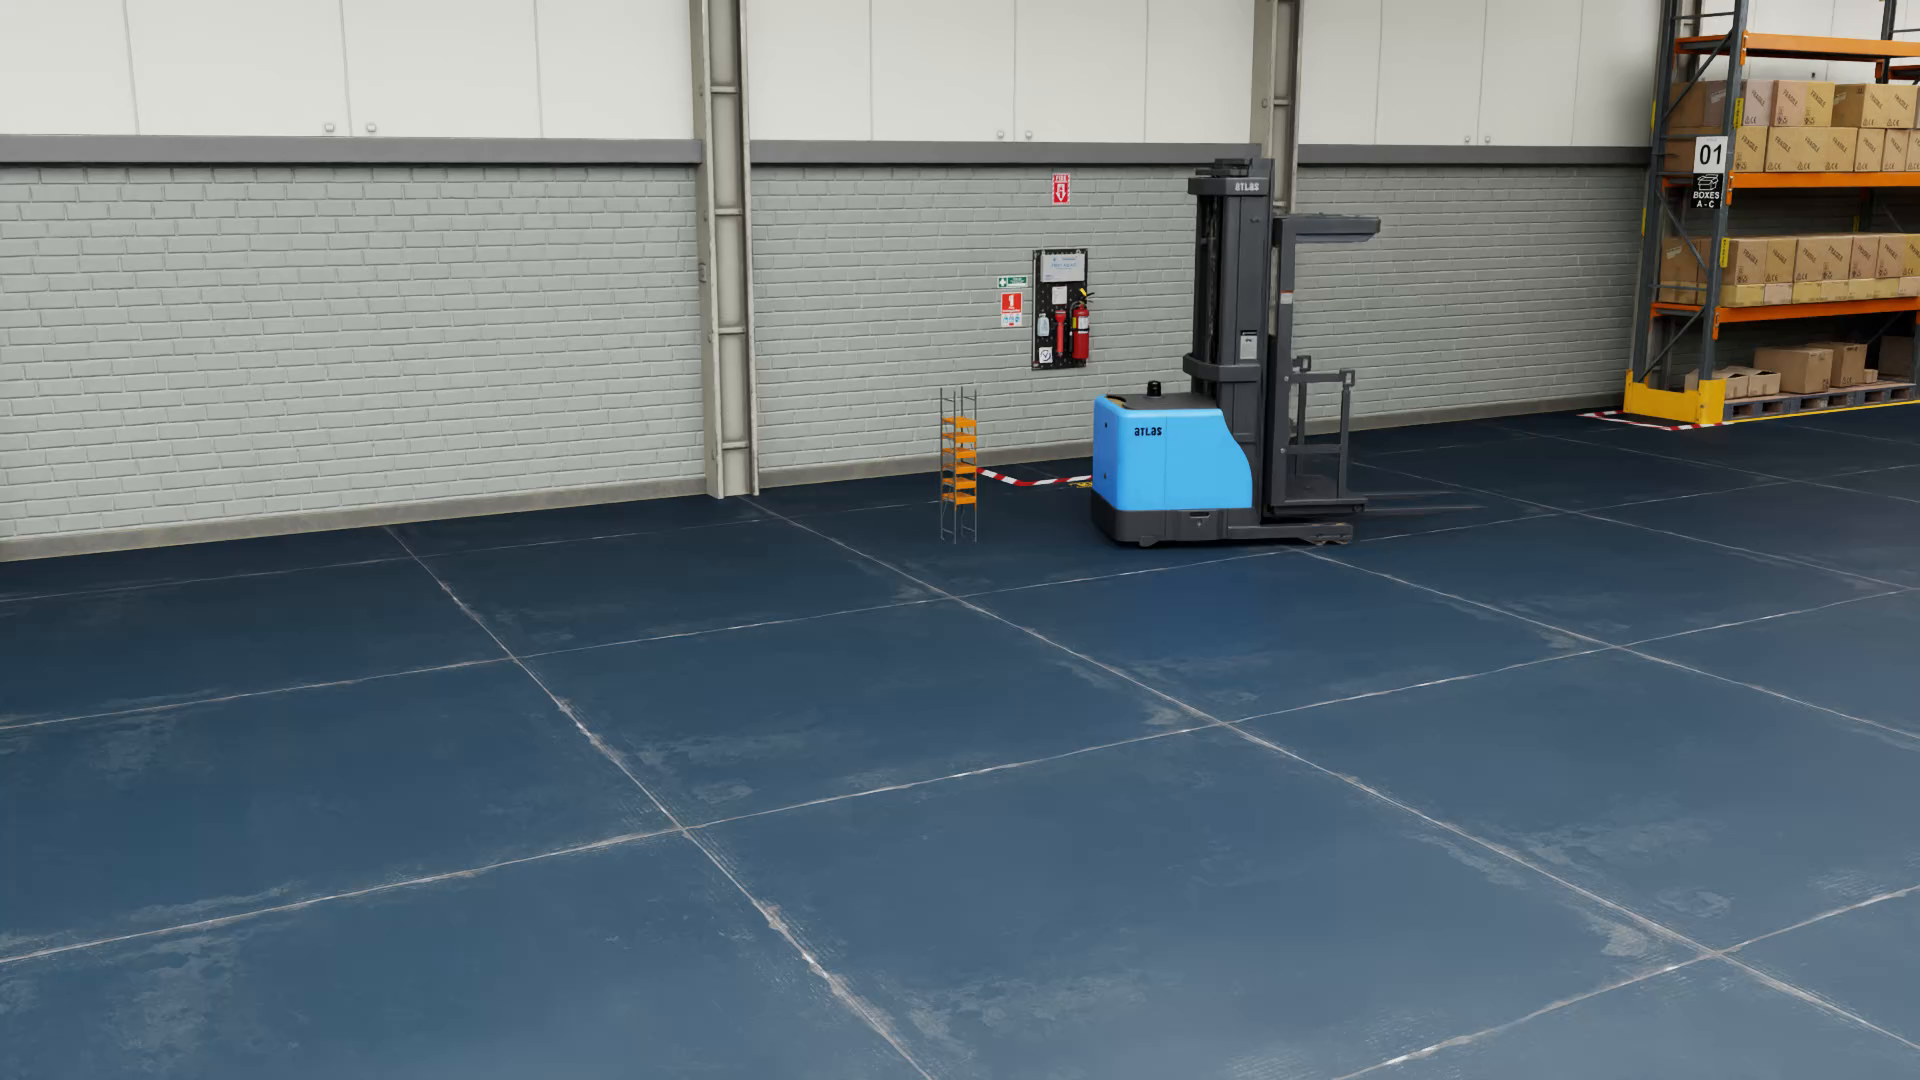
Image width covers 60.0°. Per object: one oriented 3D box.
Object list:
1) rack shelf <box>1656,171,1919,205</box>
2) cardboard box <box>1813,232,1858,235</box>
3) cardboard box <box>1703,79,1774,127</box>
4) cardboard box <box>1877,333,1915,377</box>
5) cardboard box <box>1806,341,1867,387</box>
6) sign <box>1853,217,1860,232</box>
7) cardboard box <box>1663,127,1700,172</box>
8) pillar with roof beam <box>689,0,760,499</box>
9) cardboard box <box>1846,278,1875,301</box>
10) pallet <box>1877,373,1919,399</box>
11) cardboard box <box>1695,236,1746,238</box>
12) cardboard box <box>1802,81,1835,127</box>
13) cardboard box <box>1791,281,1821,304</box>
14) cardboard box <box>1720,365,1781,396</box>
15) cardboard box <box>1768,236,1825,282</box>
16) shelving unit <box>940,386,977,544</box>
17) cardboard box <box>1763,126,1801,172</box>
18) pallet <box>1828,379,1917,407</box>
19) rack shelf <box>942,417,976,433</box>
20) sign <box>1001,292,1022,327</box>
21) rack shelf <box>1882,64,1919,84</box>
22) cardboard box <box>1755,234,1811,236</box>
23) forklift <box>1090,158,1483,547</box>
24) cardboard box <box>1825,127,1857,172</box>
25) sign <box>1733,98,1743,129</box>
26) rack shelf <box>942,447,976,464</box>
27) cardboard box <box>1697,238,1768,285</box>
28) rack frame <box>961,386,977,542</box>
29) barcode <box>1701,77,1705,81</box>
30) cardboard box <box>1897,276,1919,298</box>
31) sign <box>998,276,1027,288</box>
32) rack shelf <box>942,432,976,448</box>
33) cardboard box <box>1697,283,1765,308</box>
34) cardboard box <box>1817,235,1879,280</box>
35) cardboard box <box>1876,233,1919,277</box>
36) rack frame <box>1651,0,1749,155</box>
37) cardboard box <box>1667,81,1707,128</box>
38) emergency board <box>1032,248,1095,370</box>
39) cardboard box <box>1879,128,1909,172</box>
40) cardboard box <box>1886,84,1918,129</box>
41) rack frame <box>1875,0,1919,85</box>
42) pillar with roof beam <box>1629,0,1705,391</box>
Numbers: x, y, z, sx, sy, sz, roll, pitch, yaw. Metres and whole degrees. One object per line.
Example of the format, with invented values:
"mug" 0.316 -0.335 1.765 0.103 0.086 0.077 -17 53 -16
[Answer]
"rack shelf" 10.044 -4.223 19.849 4.000 0.370 1.077 -7 14 -28
"cardboard box" 10.831 -3.561 20.687 0.500 0.500 0.500 -7 14 -28
"cardboard box" 8.743 -4.904 18.684 0.500 0.500 0.500 -8 15 -32
"cardboard box" 12.438 -2.397 21.619 0.500 0.500 0.700 -6 14 -26
"cardboard box" 10.908 -2.199 20.741 0.500 0.500 0.500 -8 15 -32
"sign" 11.531 -3.993 21.381 0.005 0.325 0.100 -7 14 -28
"cardboard box" 8.534 -4.515 19.234 0.500 0.500 0.500 -6 14 -24
"pillar with roof beam" 0.019 -3.975 10.278 0.400 9.000 9.100 -7 14 -28
"cardboard box" 10.654 -3.043 20.093 0.500 0.250 0.500 -7 14 -28
"pallet" 12.482 -2.043 21.706 1.213 0.211 1.003 -7 14 -28
"cardboard box" 9.047 -3.344 19.726 0.500 0.500 0.500 -7 14 -27
"cardboard box" 9.652 -5.003 19.125 0.500 0.500 0.500 -6 14 -26
"cardboard box" 9.768 -2.937 19.623 0.500 0.250 0.500 -7 15 -29
"cardboard box" 9.439 -1.919 19.924 0.500 0.311 0.500 -6 14 -23
"cardboard box" 9.747 -3.298 19.521 0.500 0.500 0.500 -7 15 -30
"shelving unit" -0.013 -0.584 12.971 0.189 1.200 0.258 -7 14 -28
"cardboard box" 9.190 -4.459 18.985 0.500 0.500 0.500 -6 14 -24
"pallet" 11.227 -1.883 20.996 1.213 0.211 1.003 -7 14 -28
"rack shelf" -0.013 -0.892 12.901 0.180 0.103 0.258 -7 14 -28
"sign" 0.500 -2.236 16.131 0.234 0.329 0.001 -7 14 -28
"rack shelf" 13.555 -5.912 21.433 4.000 0.370 1.077 -7 14 -28
"cardboard box" 9.941 -3.452 20.206 0.500 0.500 0.500 -7 14 -27
"forklift" 2.627 -1.502 13.106 3.031 2.935 1.130 -2 13 -7
"cardboard box" 10.104 -4.575 19.499 0.500 0.500 0.500 -6 14 -24
"sign" 8.549 -4.686 18.275 0.005 0.325 0.100 -7 14 -28
"rack shelf" -0.013 -0.658 12.954 0.180 0.103 0.258 -7 14 -28
"cardboard box" 8.852 -3.195 19.062 0.500 0.500 0.500 -7 14 -28
"rack frame" 0.068 -0.593 13.013 0.006 1.200 0.240 -7 14 -28
"barcode" 8.672 -5.364 19.409 0.075 0.075 0.001 -7 14 -28
"cardboard box" 11.529 -3.149 20.568 0.500 0.250 0.500 -7 14 -28
"sign" 0.508 -2.493 16.067 0.331 0.109 0.001 -7 14 -28
"rack shelf" -0.013 -0.775 12.928 0.180 0.103 0.258 -7 14 -28
"cardboard box" 8.869 -2.827 19.135 0.500 0.250 0.500 -7 15 -29
"cardboard box" 10.650 -3.410 20.016 0.500 0.500 0.500 -7 15 -29
"cardboard box" 11.533 -3.514 20.480 0.500 0.500 0.500 -7 14 -28
"rack frame" 8.289 -5.827 18.506 0.127 3.000 1.000 -7 14 -28
"cardboard box" 8.542 -5.006 19.138 0.500 0.500 0.500 -6 14 -25
"emergency board" 1.035 -2.257 16.305 0.643 1.169 0.194 -7 14 -28
"cardboard box" 11.025 -4.691 20.019 0.500 0.500 0.500 -8 15 -33
"cardboard box" 11.011 -5.166 19.849 0.500 0.500 0.500 -6 14 -25
"rack frame" 11.800 -6.248 20.376 0.127 3.000 1.000 -7 14 -28
"pillar with roof beam" 10.551 -5.238 15.887 0.400 9.000 9.100 -7 14 -28
